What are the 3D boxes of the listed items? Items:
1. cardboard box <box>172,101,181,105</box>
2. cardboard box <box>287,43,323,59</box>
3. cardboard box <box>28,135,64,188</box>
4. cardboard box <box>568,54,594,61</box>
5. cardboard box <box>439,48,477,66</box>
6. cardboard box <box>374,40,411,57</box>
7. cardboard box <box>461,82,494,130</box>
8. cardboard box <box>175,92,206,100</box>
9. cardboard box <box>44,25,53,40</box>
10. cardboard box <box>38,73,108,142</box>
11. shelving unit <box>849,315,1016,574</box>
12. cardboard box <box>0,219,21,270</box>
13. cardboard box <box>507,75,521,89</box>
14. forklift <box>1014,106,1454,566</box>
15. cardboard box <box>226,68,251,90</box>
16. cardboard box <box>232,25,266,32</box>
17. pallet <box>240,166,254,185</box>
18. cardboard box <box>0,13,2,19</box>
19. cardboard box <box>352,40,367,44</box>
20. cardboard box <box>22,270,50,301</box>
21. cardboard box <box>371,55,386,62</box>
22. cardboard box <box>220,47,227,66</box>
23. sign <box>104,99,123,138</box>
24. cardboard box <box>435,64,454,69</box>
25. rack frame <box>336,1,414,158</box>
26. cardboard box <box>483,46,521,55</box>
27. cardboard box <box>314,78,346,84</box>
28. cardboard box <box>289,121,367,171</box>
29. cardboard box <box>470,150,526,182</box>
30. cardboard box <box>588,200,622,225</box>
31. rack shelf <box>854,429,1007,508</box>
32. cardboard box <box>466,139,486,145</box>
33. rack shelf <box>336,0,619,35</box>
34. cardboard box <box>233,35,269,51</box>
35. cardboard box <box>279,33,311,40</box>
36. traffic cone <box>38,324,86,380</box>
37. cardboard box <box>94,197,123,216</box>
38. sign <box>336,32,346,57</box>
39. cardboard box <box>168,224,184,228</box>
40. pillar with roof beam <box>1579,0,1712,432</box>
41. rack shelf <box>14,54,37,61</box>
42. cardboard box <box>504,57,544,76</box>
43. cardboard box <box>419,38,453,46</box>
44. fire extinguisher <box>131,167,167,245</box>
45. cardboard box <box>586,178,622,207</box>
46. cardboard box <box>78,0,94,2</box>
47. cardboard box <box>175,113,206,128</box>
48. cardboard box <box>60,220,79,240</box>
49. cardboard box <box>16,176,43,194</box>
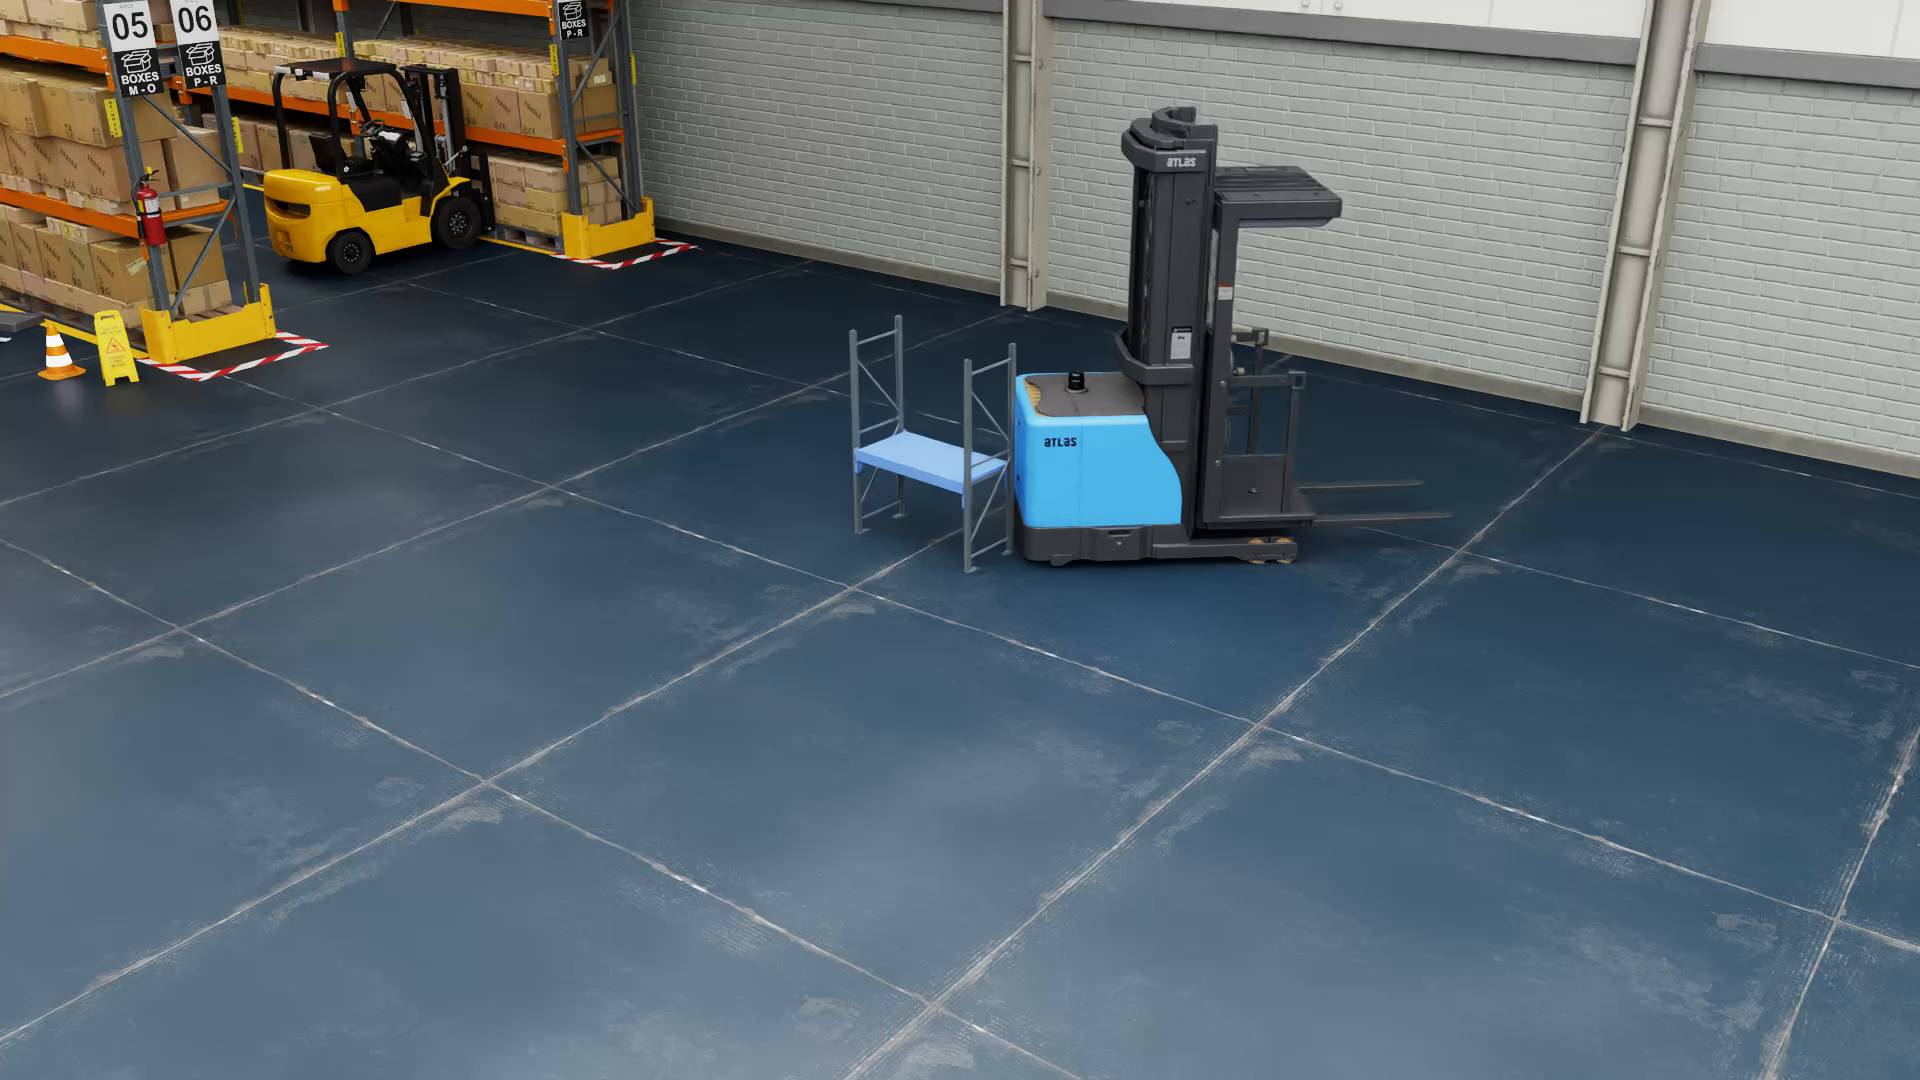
[{"bbox_3d":[-11.306,-6.184,23.840,0.250,0.149,0.380,15,28,31],"label":"cardboard box"},{"bbox_3d":[-8.399,-6.285,21.366,0.250,0.149,0.380,16,28,32],"label":"cardboard box"},{"bbox_3d":[-8.490,-3.677,15.882,0.500,0.500,0.500,17,29,33],"label":"cardboard box"},{"bbox_3d":[-4.436,-5.524,19.269,0.250,0.149,0.380,18,29,35],"label":"cardboard box"},{"bbox_3d":[-5.955,-5.743,19.767,0.250,0.149,0.380,17,29,33],"label":"cardboard box"},{"bbox_3d":[-6.970,-6.055,20.475,0.250,0.149,0.380,17,29,34],"label":"cardboard box"},{"bbox_3d":[-5.491,-5.143,19.578,0.500,0.500,0.500,16,29,32],"label":"cardboard box"},{"bbox_3d":[-11.357,-6.520,24.602,0.250,0.149,0.380,15,28,31],"label":"cardboard box"},{"bbox_3d":[-8.121,-4.669,15.219,0.250,0.149,0.380,17,29,34],"label":"cardboard box"},{"bbox_3d":[-8.034,-4.025,15.433,0.500,0.500,0.700,17,29,34],"label":"cardboard box"},{"bbox_3d":[-0.189,-0.671,11.412,1.048,1.500,0.538,19,30,36],"label":"shelving unit"},{"bbox_3d":[-9.549,-3.097,17.018,0.500,0.500,0.500,18,30,35],"label":"cardboard box"},{"bbox_3d":[-4.959,-5.281,19.088,0.250,0.149,0.380,17,29,34],"label":"cardboard box"},{"bbox_3d":[1.902,-1.388,11.264,3.031,2.935,1.130,-2,24,-4],"label":"forklift"},{"bbox_3d":[-9.497,-6.245,22.389,0.500,0.250,0.500,16,28,32],"label":"cardboard box"},{"bbox_3d":[-9.864,-7.047,23.095,0.250,0.149,0.380,18,29,35],"label":"cardboard box"},{"bbox_3d":[-9.886,-5.257,23.420,1.213,0.211,1.003,17,29,33],"label":"pallet"},{"bbox_3d":[-8.890,-5.052,15.594,0.500,0.250,0.500,17,29,34],"label":"cardboard box"},{"bbox_3d":[-7.856,-6.417,21.665,0.250,0.149,0.380,17,29,33],"label":"cardboard box"},{"bbox_3d":[-9.125,-2.627,16.881,0.500,0.250,0.500,16,29,33],"label":"cardboard box"},{"bbox_3d":[-7.015,-5.896,20.484,0.250,0.149,0.380,18,29,34],"label":"cardboard box"},{"bbox_3d":[-9.913,-6.598,22.570,0.500,0.250,0.500,18,29,35],"label":"cardboard box"},{"bbox_3d":[-7.443,-3.708,14.618,0.005,0.325,0.100,17,29,33],"label":"sign"},{"bbox_3d":[-5.998,-5.578,19.761,0.250,0.149,0.380,16,28,32],"label":"cardboard box"},{"bbox_3d":[-7.321,-5.778,21.143,0.127,3.000,1.000,17,29,33],"label":"rack frame"},{"bbox_3d":[-5.481,-5.823,19.947,0.250,0.149,0.380,17,29,34],"label":"cardboard box"},{"bbox_3d":[-7.867,-5.974,21.155,0.500,0.250,0.500,16,28,32],"label":"cardboard box"},{"bbox_3d":[-8.361,-5.196,22.247,0.625,0.625,0.875,16,29,33],"label":"cardboard box"},{"bbox_3d":[-5.497,-4.453,19.786,0.500,0.250,0.500,17,29,34],"label":"cardboard box"},{"bbox_3d":[-4.396,-3.926,19.830,0.500,0.250,0.500,17,29,34],"label":"cardboard box"},{"bbox_3d":[-0.189,-0.506,11.484,1.000,0.185,0.538,19,30,36],"label":"rack shelf"},{"bbox_3d":[-6.000,-4.868,20.728,0.500,0.250,0.500,17,29,34],"label":"cardboard box"},{"bbox_3d":[-5.720,-6.338,19.586,4.000,0.370,1.077,17,29,33],"label":"rack shelf"},{"bbox_3d":[-9.404,-6.607,22.096,0.250,0.149,0.380,18,29,34],"label":"cardboard box"},{"bbox_3d":[-8.900,-6.709,22.329,0.250,0.149,0.380,18,29,35],"label":"cardboard box"},{"bbox_3d":[-8.212,-1.735,15.114,0.334,0.463,0.336,17,29,33],"label":"traffic cone"},{"bbox_3d":[-7.791,-3.140,15.468,0.250,0.149,0.380,16,29,33],"label":"cardboard box"},{"bbox_3d":[-7.638,-6.094,20.523,0.005,0.325,0.100,17,29,33],"label":"sign"},{"bbox_3d":[-8.014,-2.900,16.571,0.500,0.500,0.500,16,28,31],"label":"cardboard box"},{"bbox_3d":[2.884,-3.724,9.042,0.400,9.000,9.100,17,29,33],"label":"pillar with roof beam"},{"bbox_3d":[-15.323,-7.867,26.776,4.000,0.370,1.077,17,29,33],"label":"rack shelf"},{"bbox_3d":[-4.975,-5.412,19.015,0.250,0.149,0.380,18,29,34],"label":"cardboard box"},{"bbox_3d":[-6.488,-6.143,20.675,0.250,0.149,0.380,17,29,33],"label":"cardboard box"},{"bbox_3d":[-7.279,-2.996,14.926,0.183,0.674,0.296,17,29,33],"label":"fire extinguisher"},{"bbox_3d":[-4.372,-4.154,19.727,0.500,0.250,0.500,17,29,34],"label":"cardboard box"},{"bbox_3d":[-7.542,-4.817,14.565,0.250,0.149,0.380,17,29,34],"label":"cardboard box"},{"bbox_3d":[-10.989,-5.826,23.832,0.500,0.500,0.500,18,29,35],"label":"cardboard box"},{"bbox_3d":[-8.425,-3.021,16.040,0.250,0.149,0.380,17,29,34],"label":"cardboard box"},{"bbox_3d":[-8.999,-3.517,16.322,0.250,0.149,0.380,17,29,33],"label":"cardboard box"}]
